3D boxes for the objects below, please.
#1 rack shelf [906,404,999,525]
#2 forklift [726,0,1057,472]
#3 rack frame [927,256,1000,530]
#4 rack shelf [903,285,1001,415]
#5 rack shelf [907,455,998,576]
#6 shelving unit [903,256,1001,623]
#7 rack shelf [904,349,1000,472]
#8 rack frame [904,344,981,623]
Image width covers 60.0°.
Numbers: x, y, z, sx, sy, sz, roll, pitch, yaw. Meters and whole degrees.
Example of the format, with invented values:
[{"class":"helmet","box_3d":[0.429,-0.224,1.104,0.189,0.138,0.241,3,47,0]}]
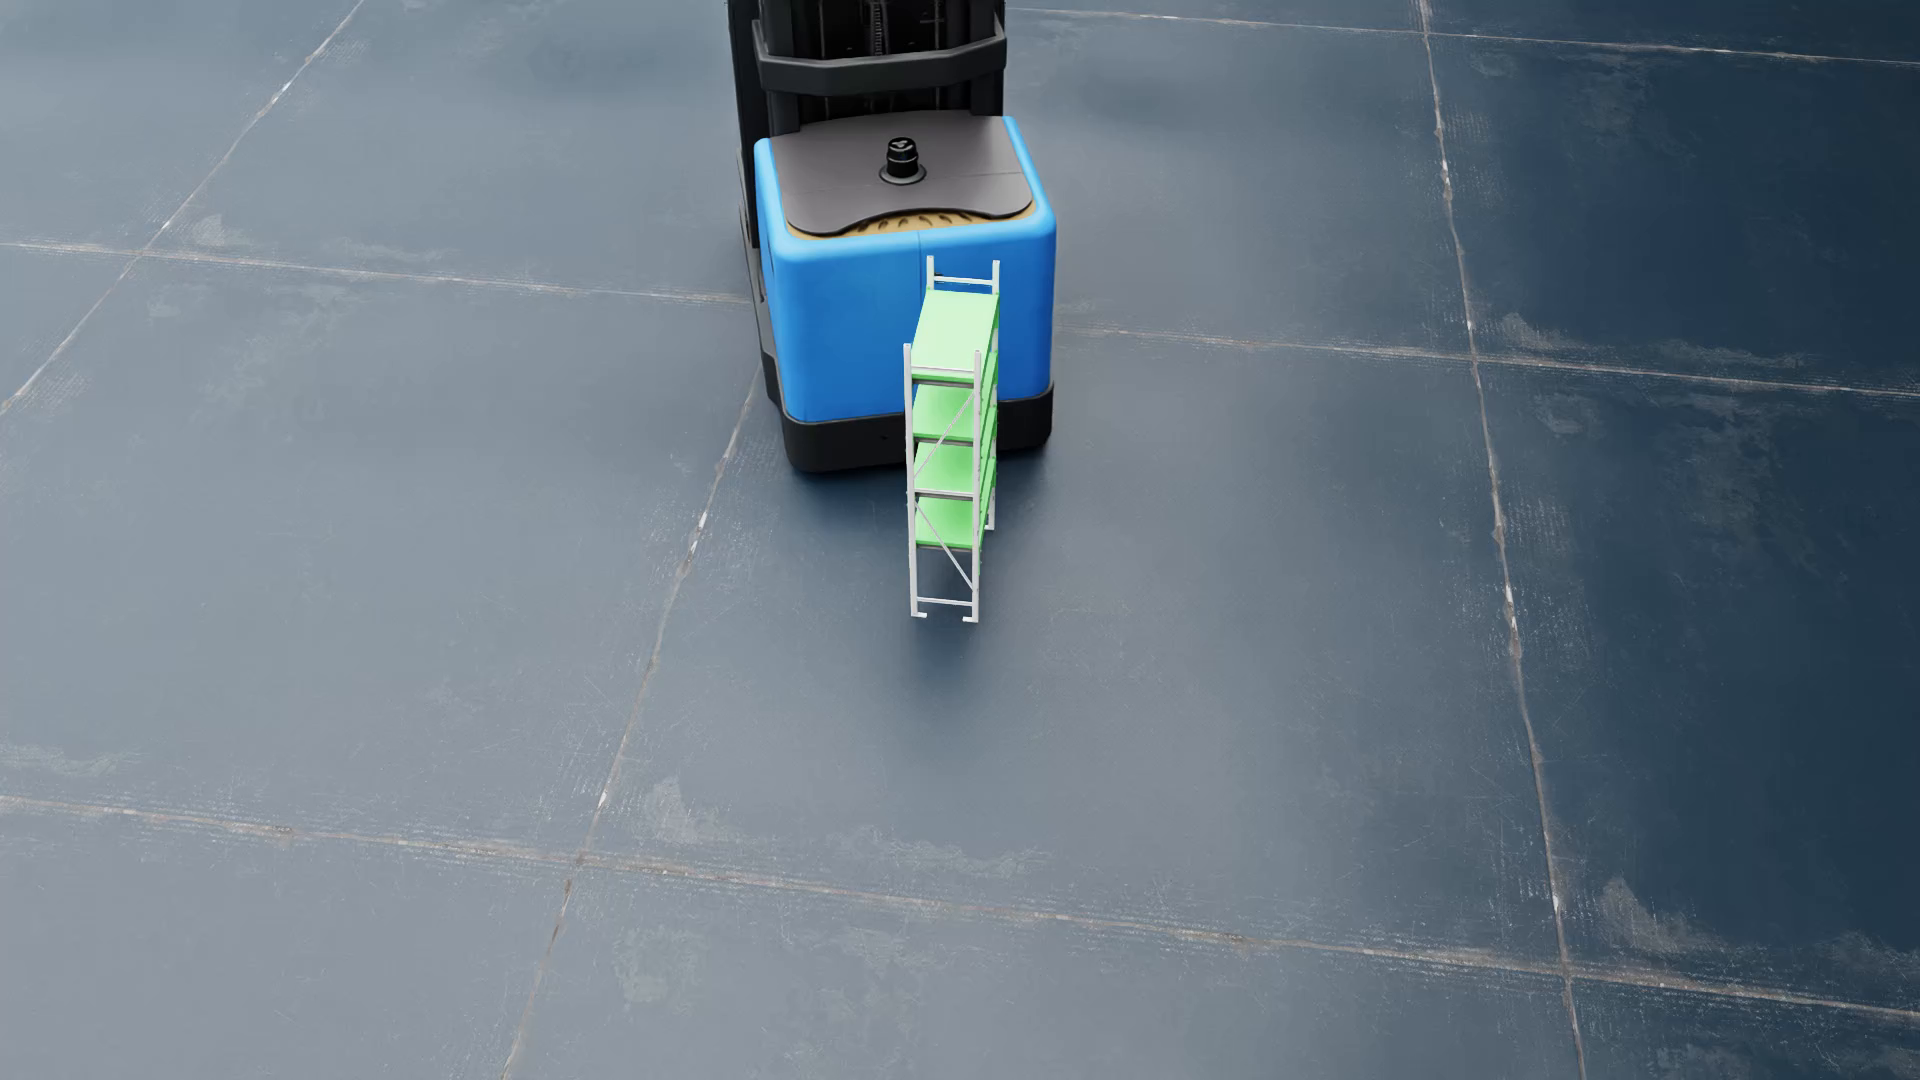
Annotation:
[{"class":"rack shelf","box_3d":[-0.022,-0.276,5.762,0.258,0.148,0.480,5,44,6]},{"class":"forklift","box_3d":[-0.410,-2.350,6.600,1.130,2.935,3.031,-7,44,-8]},{"class":"rack frame","box_3d":[0.010,-0.489,5.894,0.240,1.200,0.015,5,44,6]},{"class":"rack shelf","box_3d":[-0.022,-0.625,5.432,0.258,0.148,0.480,5,44,6]},{"class":"rack shelf","box_3d":[-0.022,-0.102,5.927,0.258,0.148,0.480,5,44,6]},{"class":"shelving unit","box_3d":[-0.022,-0.323,5.718,0.258,1.200,0.503,5,44,6]},{"class":"rack shelf","box_3d":[-0.022,-0.451,5.597,0.258,0.148,0.480,5,44,6]},{"class":"rack frame","box_3d":[-0.054,-0.157,5.543,0.240,1.200,0.015,5,44,6]}]
